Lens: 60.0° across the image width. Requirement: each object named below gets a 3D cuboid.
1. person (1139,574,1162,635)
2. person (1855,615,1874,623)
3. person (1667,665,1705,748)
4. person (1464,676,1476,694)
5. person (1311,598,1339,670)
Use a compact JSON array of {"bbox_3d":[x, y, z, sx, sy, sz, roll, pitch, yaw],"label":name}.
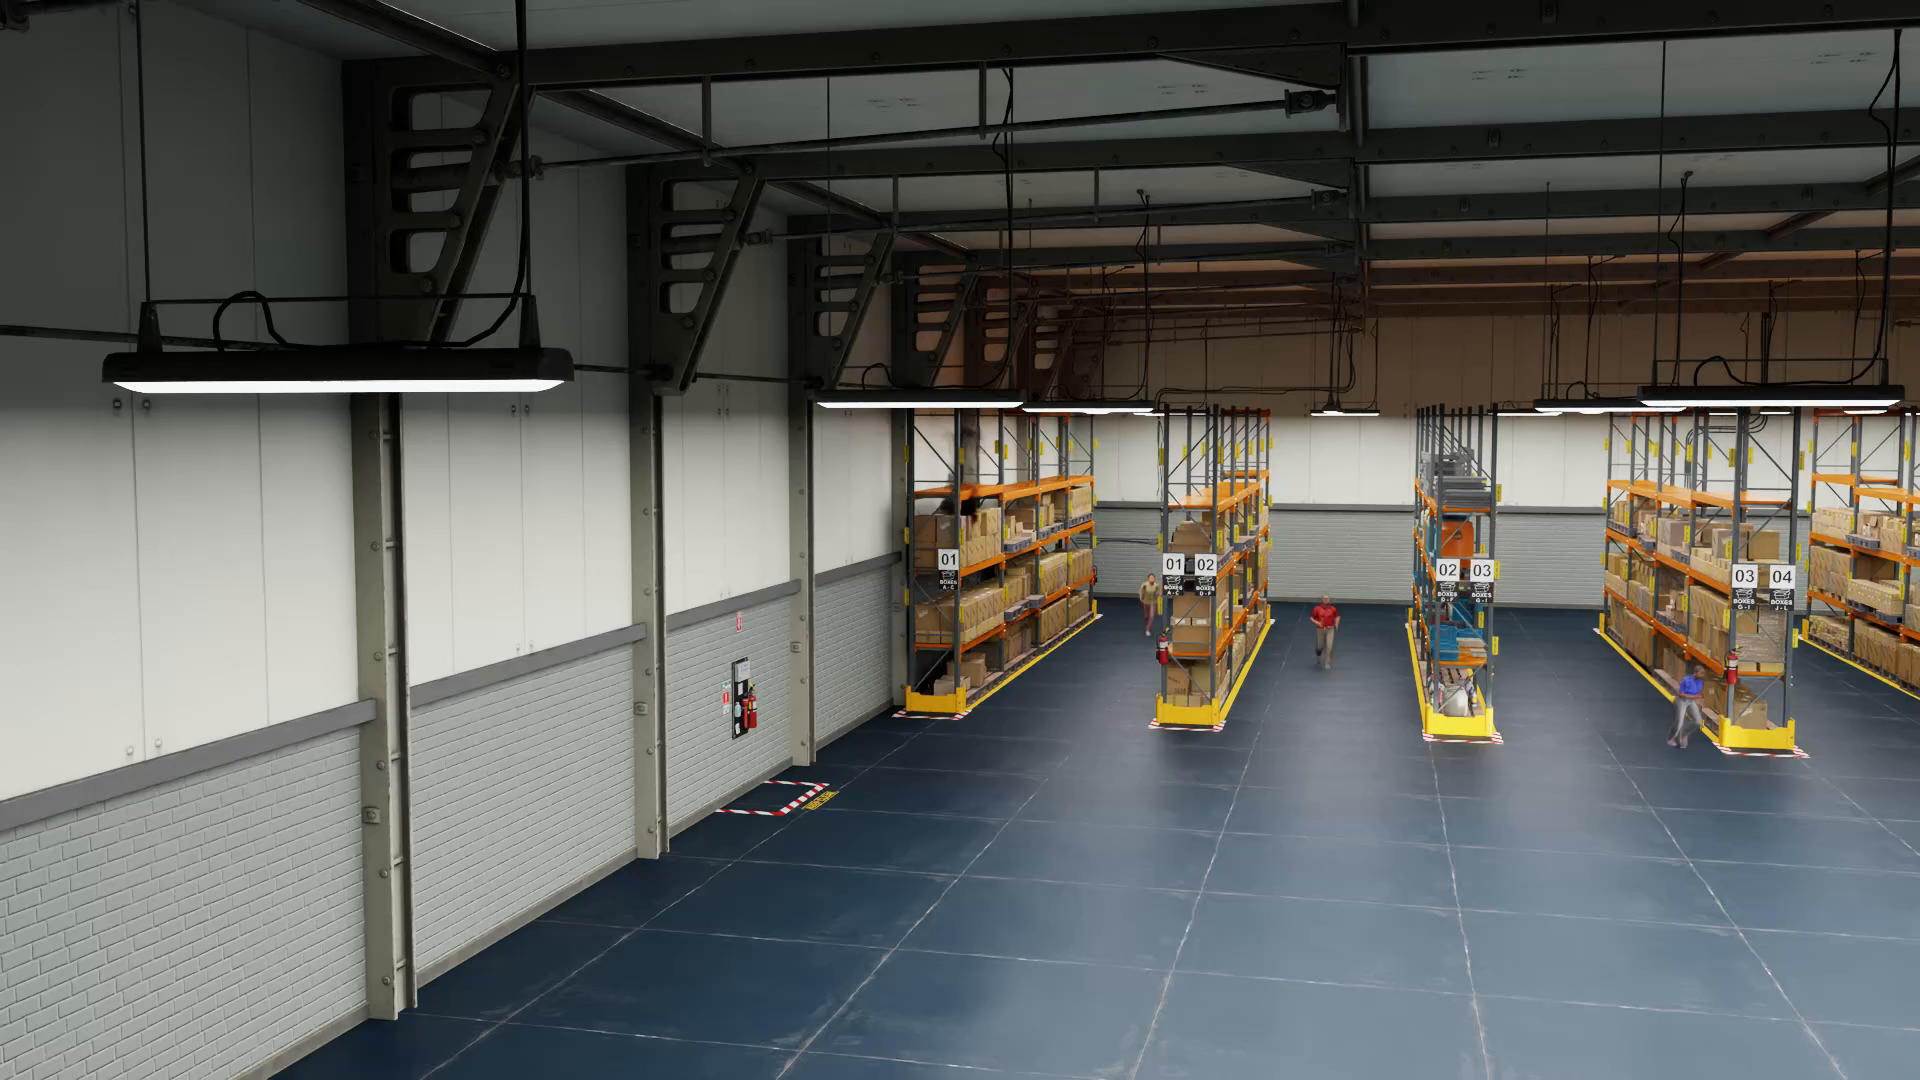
[{"bbox_3d":[5.083,1.707,44.385,0.600,1.638,0.756,1,4,8],"label":"person"},{"bbox_3d":[23.751,1.674,43.937,0.756,1.740,0.882,-2,5,-24],"label":"person"},{"bbox_3d":[12.636,2.875,28.796,0.608,1.484,0.907,-1,4,-17],"label":"person"},{"bbox_3d":[14.628,1.063,41.024,18.572,3.394,21.253,4,6,42],"label":"person"},{"bbox_3d":[18.283,1.967,40.441,19.947,1.618,7.154,0,4,5],"label":"person"}]
